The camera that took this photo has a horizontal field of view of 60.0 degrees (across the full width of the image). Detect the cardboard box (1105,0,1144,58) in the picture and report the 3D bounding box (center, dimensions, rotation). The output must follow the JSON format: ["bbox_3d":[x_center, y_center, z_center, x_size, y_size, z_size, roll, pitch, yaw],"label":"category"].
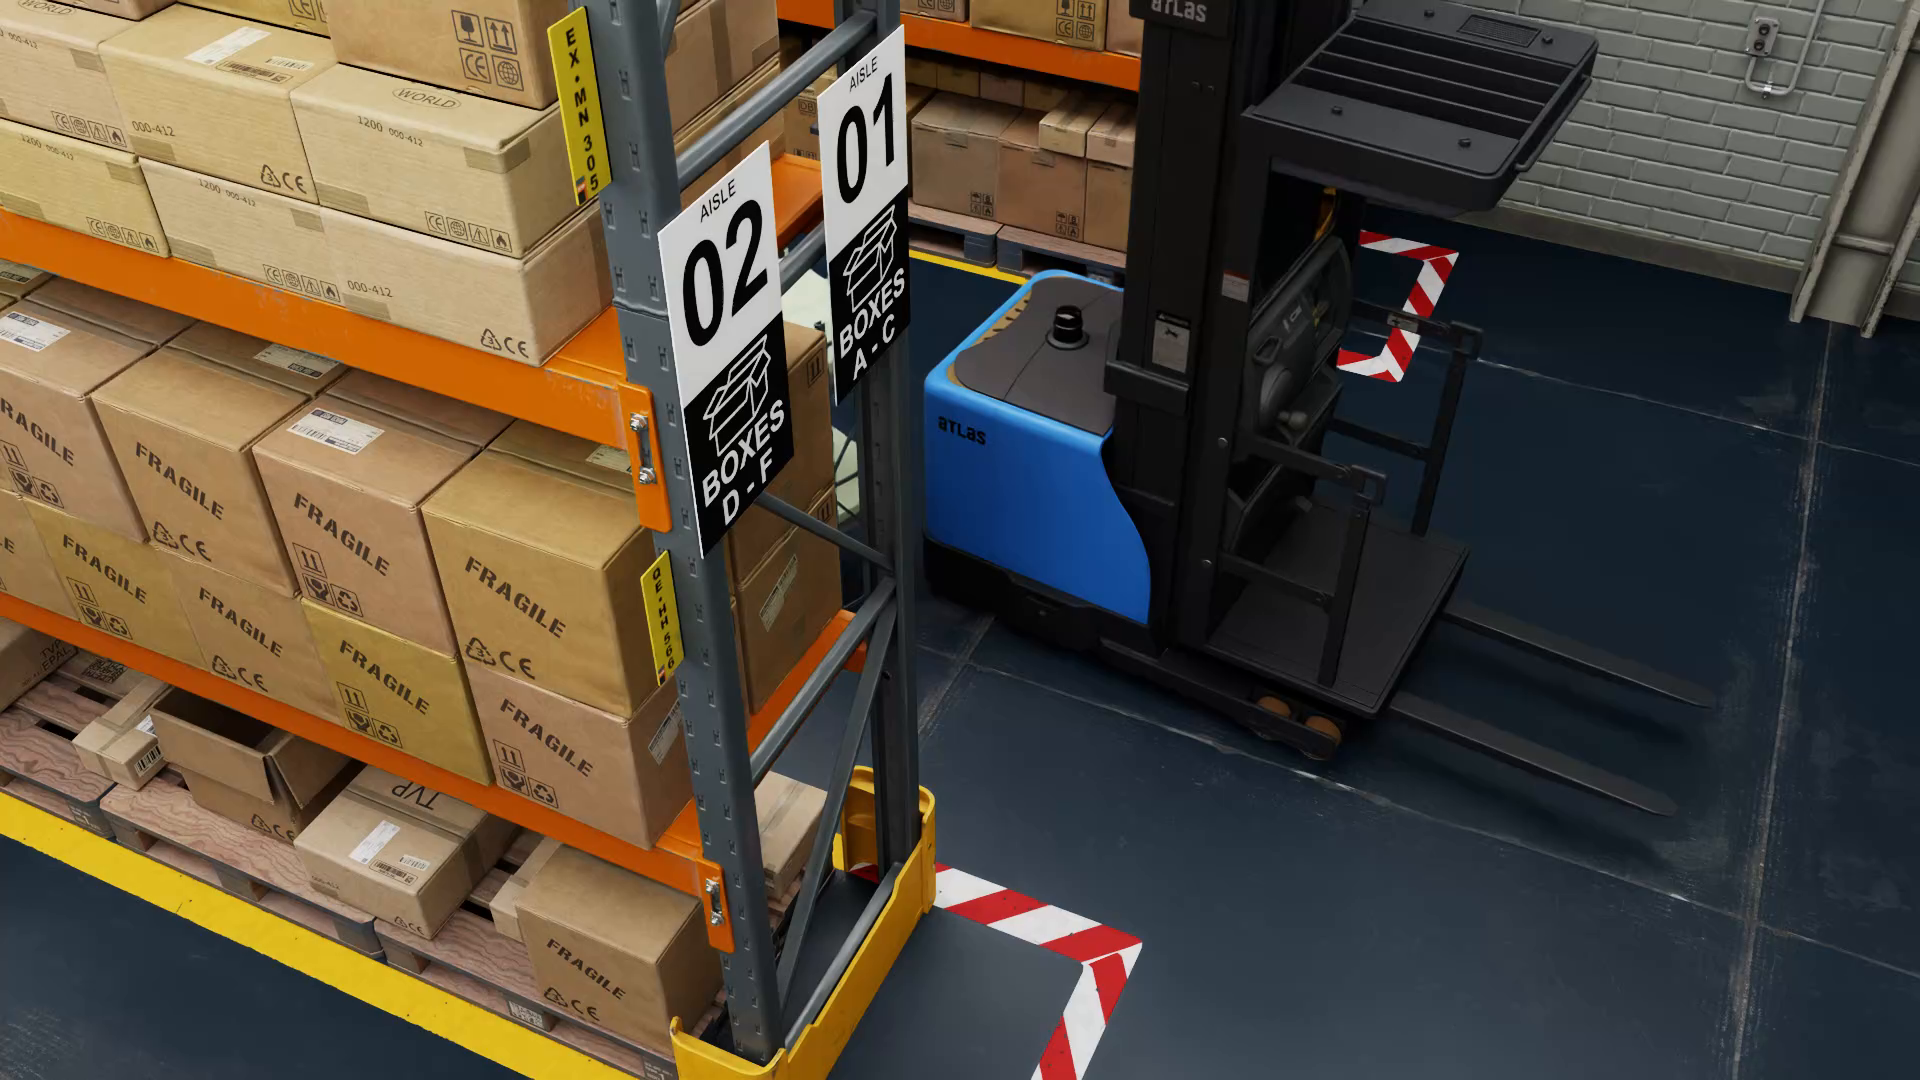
[{"bbox_3d":[1.229,-2.783,7.941,0.700,0.700,0.980,19,44,21],"label":"cardboard box"}]

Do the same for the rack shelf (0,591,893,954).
[{"bbox_3d":[-2.208,0.125,5.365,4.000,0.370,1.077,17,44,19],"label":"rack shelf"}]

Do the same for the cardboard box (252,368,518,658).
[{"bbox_3d":[-1.373,-0.108,4.245,0.500,0.500,0.500,18,44,20],"label":"cardboard box"}]

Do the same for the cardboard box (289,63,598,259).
[{"bbox_3d":[-0.969,-0.850,3.383,0.500,0.250,0.500,17,44,19],"label":"cardboard box"}]

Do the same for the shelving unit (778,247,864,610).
[{"bbox_3d":[-0.599,-0.453,6.627,0.431,1.500,0.755,-30,49,-30],"label":"shelving unit"}]

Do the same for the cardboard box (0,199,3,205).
[{"bbox_3d":[-2.326,-1.079,4.029,0.500,0.250,0.500,17,44,19],"label":"cardboard box"}]

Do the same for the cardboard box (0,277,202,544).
[{"bbox_3d":[-2.311,-0.391,4.571,0.500,0.500,0.500,18,44,20],"label":"cardboard box"}]

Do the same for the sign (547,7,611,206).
[{"bbox_3d":[-0.648,-0.737,2.844,0.005,0.325,0.100,17,44,19],"label":"sign"}]

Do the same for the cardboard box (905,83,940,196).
[{"bbox_3d":[-0.377,-2.304,9.205,0.500,0.500,0.700,18,44,20],"label":"cardboard box"}]

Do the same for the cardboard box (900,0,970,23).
[{"bbox_3d":[-0.122,-3.194,8.416,0.700,0.700,0.980,15,43,17],"label":"cardboard box"}]

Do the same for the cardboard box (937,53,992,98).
[{"bbox_3d":[0.067,-2.562,9.008,0.250,0.149,0.380,17,44,19],"label":"cardboard box"}]

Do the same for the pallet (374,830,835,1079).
[{"bbox_3d":[-1.187,1.220,5.682,1.213,0.211,1.003,17,44,19],"label":"pallet"}]

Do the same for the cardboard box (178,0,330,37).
[{"bbox_3d":[-1.285,-1.463,3.518,0.500,0.500,0.700,17,44,19],"label":"cardboard box"}]

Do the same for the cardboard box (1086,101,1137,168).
[{"bbox_3d":[0.825,-2.055,8.424,0.250,0.149,0.380,16,44,18],"label":"cardboard box"}]

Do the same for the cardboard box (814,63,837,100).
[{"bbox_3d":[-0.589,-2.486,8.920,0.250,0.149,0.380,16,43,17],"label":"cardboard box"}]

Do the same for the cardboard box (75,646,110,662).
[{"bbox_3d":[-3.384,0.067,6.455,0.500,0.500,0.500,17,44,19],"label":"cardboard box"}]

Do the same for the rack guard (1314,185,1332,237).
[{"bbox_3d":[1.717,-1.583,8.695,0.348,0.500,1.175,17,44,19],"label":"rack guard"}]

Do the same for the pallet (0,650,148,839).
[{"bbox_3d":[-3.399,0.544,6.461,1.213,0.211,1.003,17,44,19],"label":"pallet"}]

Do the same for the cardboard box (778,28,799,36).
[{"bbox_3d":[-1.295,-2.588,9.534,0.500,0.500,0.700,18,44,19],"label":"cardboard box"}]

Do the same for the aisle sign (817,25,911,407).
[{"bbox_3d":[-0.210,-0.731,3.818,0.004,0.787,0.394,17,44,19],"label":"aisle sign"}]

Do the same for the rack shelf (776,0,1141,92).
[{"bbox_3d":[-0.117,-2.816,8.758,4.000,0.370,1.077,17,44,19],"label":"rack shelf"}]

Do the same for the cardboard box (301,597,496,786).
[{"bbox_3d":[-1.388,0.265,4.578,0.500,0.500,0.500,17,44,19],"label":"cardboard box"}]

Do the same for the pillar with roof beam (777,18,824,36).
[{"bbox_3d":[-2.750,-3.673,4.617,0.400,9.000,9.100,17,44,19],"label":"pillar with roof beam"}]

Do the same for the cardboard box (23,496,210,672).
[{"bbox_3d":[-2.295,-0.016,4.902,0.500,0.500,0.500,16,44,18],"label":"cardboard box"}]

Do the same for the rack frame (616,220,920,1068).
[{"bbox_3d":[-0.396,0.407,4.490,0.127,3.000,1.000,17,44,19],"label":"rack frame"}]

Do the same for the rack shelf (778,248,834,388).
[{"bbox_3d":[-0.599,-0.748,6.372,0.431,0.370,0.720,-30,49,-30],"label":"rack shelf"}]

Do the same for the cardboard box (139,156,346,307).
[{"bbox_3d":[-1.421,-0.801,3.708,0.500,0.250,0.500,17,44,19],"label":"cardboard box"}]

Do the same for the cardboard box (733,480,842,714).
[{"bbox_3d":[-0.686,0.090,4.780,0.500,0.500,0.500,18,44,20],"label":"cardboard box"}]

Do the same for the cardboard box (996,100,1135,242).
[{"bbox_3d":[0.565,-2.021,8.880,0.500,0.500,0.700,17,44,19],"label":"cardboard box"}]

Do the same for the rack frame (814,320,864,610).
[{"bbox_3d":[-0.357,-0.274,6.420,0.400,1.500,0.023,-30,49,-30],"label":"rack frame"}]

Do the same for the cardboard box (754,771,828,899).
[{"bbox_3d":[-0.630,0.998,5.649,0.250,0.149,0.380,17,44,19],"label":"cardboard box"}]

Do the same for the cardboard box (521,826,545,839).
[{"bbox_3d":[-1.222,0.822,5.774,0.500,0.250,0.500,17,44,19],"label":"cardboard box"}]

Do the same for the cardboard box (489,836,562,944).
[{"bbox_3d":[-1.322,1.141,5.470,0.250,0.166,0.380,17,44,19],"label":"cardboard box"}]

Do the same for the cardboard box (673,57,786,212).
[{"bbox_3d":[-0.754,-0.963,3.895,0.500,0.250,0.500,17,44,19],"label":"cardboard box"}]

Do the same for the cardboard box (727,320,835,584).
[{"bbox_3d":[-0.686,-0.288,4.452,0.500,0.500,0.500,18,44,20],"label":"cardboard box"}]

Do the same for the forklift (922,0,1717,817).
[{"bbox_3d":[1.371,-0.677,5.793,3.031,2.935,1.130,22,45,23],"label":"forklift"}]

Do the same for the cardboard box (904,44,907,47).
[{"bbox_3d":[-0.397,-2.703,9.171,0.250,0.149,0.380,17,44,19],"label":"cardboard box"}]

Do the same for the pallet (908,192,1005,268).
[{"bbox_3d":[-0.164,-1.994,9.390,1.213,0.211,1.003,17,44,19],"label":"pallet"}]

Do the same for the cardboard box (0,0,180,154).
[{"bbox_3d":[-1.874,-1.129,3.705,0.500,0.250,0.500,17,44,19],"label":"cardboard box"}]

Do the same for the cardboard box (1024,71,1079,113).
[{"bbox_3d":[0.531,-2.421,8.846,0.250,0.149,0.380,17,44,19],"label":"cardboard box"}]

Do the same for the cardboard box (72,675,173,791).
[{"bbox_3d":[-2.944,0.682,6.000,0.250,0.166,0.380,17,44,19],"label":"cardboard box"}]
